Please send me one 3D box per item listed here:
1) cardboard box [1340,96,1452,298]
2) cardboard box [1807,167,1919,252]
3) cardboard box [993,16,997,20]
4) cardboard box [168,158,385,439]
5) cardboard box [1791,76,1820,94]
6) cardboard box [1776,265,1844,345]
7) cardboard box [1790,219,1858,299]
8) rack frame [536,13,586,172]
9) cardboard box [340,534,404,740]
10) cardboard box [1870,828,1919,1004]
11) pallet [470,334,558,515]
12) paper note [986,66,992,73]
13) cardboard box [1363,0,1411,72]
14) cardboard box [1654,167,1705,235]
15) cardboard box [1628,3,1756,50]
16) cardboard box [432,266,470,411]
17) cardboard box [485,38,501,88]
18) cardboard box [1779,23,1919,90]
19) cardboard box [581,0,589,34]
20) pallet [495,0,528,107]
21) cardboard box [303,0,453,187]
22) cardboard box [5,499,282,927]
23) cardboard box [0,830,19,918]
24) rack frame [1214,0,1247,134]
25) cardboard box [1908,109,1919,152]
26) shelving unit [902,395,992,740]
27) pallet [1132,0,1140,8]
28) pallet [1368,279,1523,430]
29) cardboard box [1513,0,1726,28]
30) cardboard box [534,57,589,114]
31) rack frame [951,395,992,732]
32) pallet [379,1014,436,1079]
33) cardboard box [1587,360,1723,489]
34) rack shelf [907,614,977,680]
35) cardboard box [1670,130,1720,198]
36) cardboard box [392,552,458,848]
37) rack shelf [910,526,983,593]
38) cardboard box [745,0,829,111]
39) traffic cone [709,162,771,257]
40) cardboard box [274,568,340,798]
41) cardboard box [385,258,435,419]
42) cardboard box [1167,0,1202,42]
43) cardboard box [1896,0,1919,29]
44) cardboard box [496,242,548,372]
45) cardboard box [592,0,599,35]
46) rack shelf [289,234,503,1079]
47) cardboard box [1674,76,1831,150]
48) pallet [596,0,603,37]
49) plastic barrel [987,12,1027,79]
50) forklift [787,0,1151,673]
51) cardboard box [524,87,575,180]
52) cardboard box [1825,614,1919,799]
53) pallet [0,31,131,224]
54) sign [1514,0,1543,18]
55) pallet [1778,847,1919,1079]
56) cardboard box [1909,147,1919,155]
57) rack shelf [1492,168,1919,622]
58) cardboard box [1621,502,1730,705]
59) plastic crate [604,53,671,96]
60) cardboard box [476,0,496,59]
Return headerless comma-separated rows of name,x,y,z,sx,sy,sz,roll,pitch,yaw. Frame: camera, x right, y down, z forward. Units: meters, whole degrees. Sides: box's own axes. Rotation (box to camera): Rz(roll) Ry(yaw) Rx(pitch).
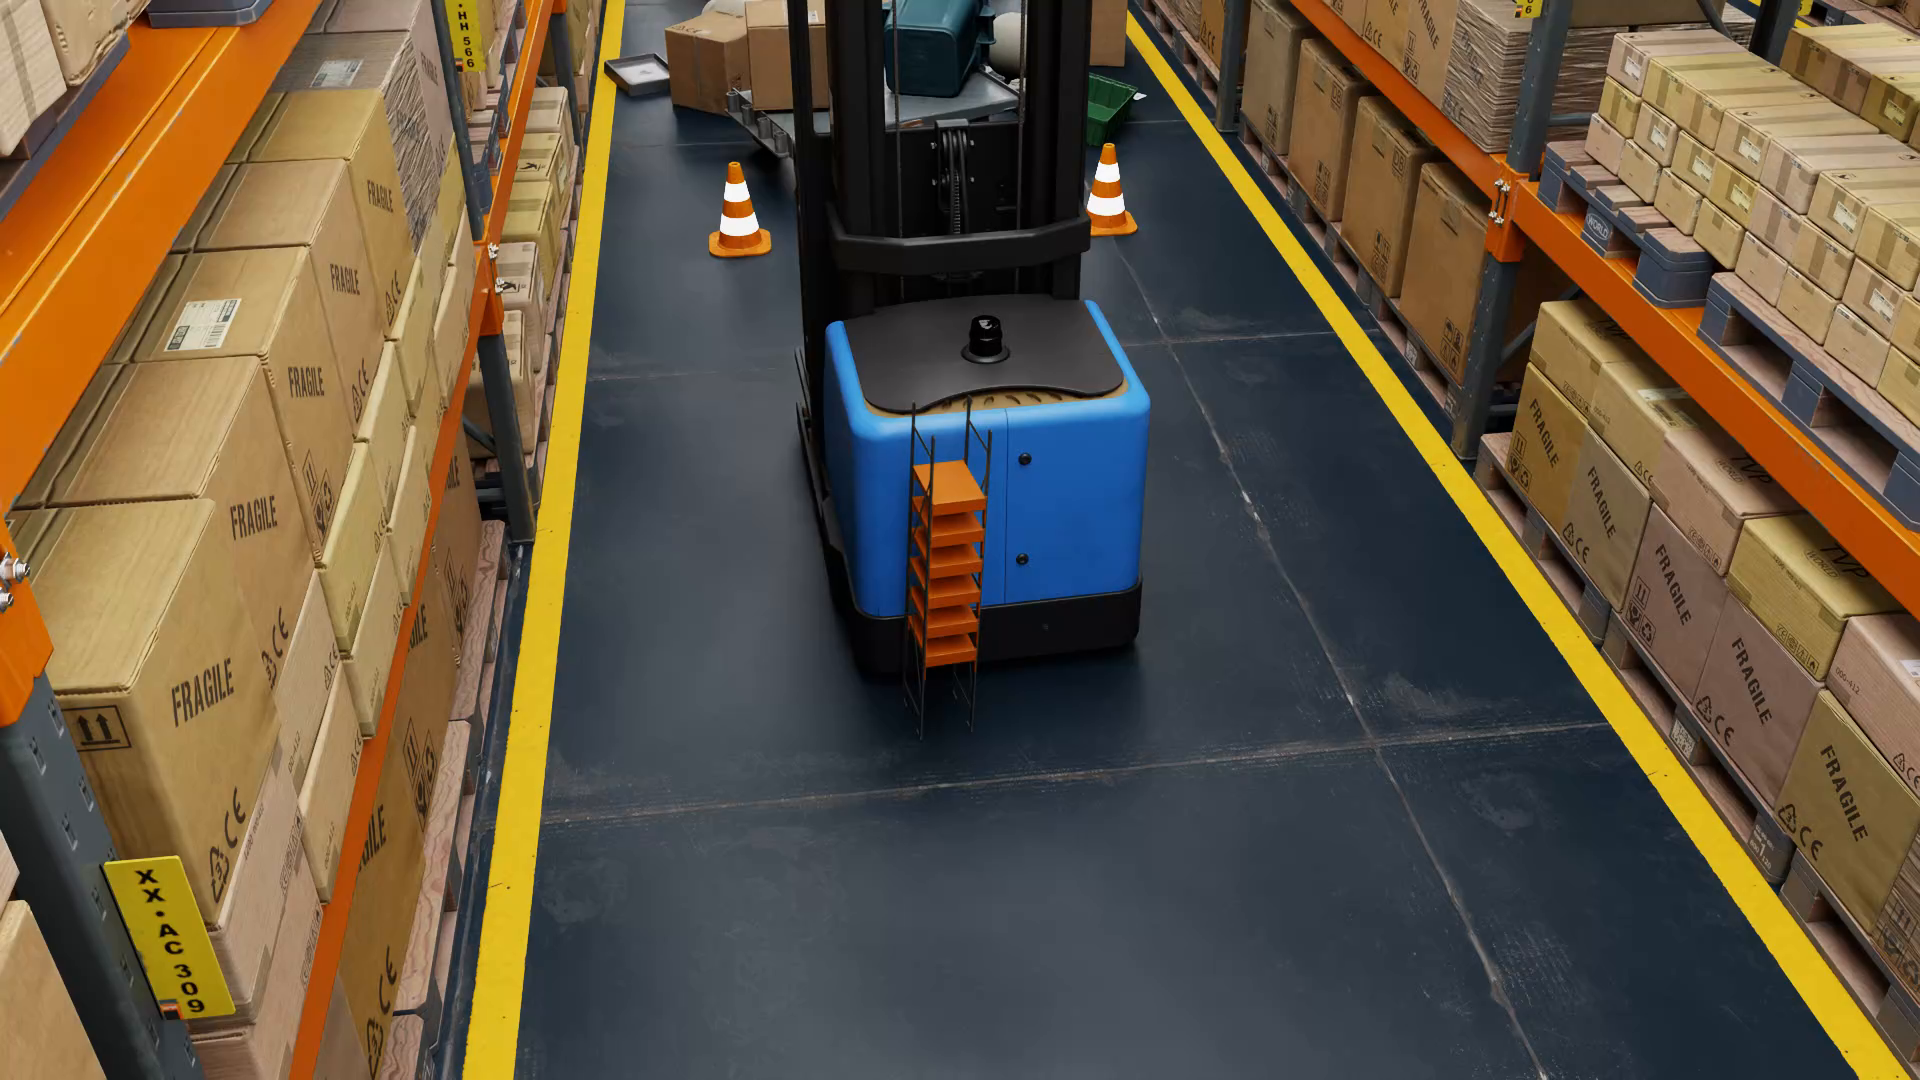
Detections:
cardboard box,2.554,-1.730,8.249,1.050,0.750,0.750,-4,34,-6
cardboard box,2.716,-0.961,4.819,0.380,0.149,0.250,-3,34,-5
cardboard box,0.073,-3.574,11.758,0.396,0.266,0.258,1,34,2
cardboard box,-1.697,-0.560,3.931,0.500,0.500,0.500,-5,35,-7
cardboard box,3.185,-1.603,6.025,0.380,0.149,0.250,-4,34,-5
cardboard box,2.708,-0.717,4.988,0.380,0.149,0.250,-4,34,-6
cardboard box,2.708,-0.841,4.906,0.380,0.149,0.250,-5,35,-7
rack frame,-2.762,-3.452,9.152,1.000,3.000,0.127,-4,35,-6
cardboard box,-1.608,0.233,3.878,0.500,0.250,0.500,-5,35,-7
cardboard box,2.856,1.046,4.398,0.500,0.500,0.500,-5,35,-7
pallet,-2.328,-0.504,7.302,1.003,0.211,1.213,-4,35,-6
paper note,0.133,-3.273,11.532,0.172,0.023,0.155,7,35,10
cardboard box,2.208,-2.481,7.639,0.500,0.500,0.500,-5,35,-7
cardboard box,2.600,-1.156,5.633,0.380,0.149,0.250,-3,34,-4
cardboard box,2.874,-1.964,6.879,0.500,0.500,0.500,-4,34,-6
cardboard box,-1.815,-0.612,5.117,0.500,0.250,0.500,-4,34,-6
cardboard box,-2.096,-1.957,6.808,0.380,0.149,0.250,-4,34,-6
cardboard box,3.188,-1.728,5.944,0.380,0.149,0.250,-6,35,-8
cardboard box,-2.658,-3.447,10.547,0.500,0.500,0.500,-3,34,-4
pallet,-2.531,-2.243,7.547,1.003,0.211,1.213,-4,35,-6
cardboard box,-1.895,-1.406,5.173,0.500,0.500,0.500,-5,35,-8
cardboard box,-1.460,0.290,2.684,0.500,0.500,0.500,-4,34,-6
cardboard box,-1.329,0.437,1.892,0.380,0.149,0.250,-5,35,-7
rack frame,2.129,-3.884,9.785,1.000,3.000,0.127,-4,35,-6
cardboard box,3.294,-1.293,5.306,0.380,0.149,0.250,-3,34,-5
shelving unit,-0.053,0.114,5.511,0.189,1.200,0.258,-7,35,-16
pallet,1.776,-4.523,13.200,1.003,0.211,1.213,-4,35,-6
pallet,2.636,-0.945,7.949,1.003,0.211,1.213,-4,35,-6
cardboard box,2.617,-2.357,6.569,0.700,0.500,0.500,-5,35,-7
cardboard box,-2.574,-2.839,10.322,0.500,0.250,0.500,-6,35,-9
rack frame,0.034,0.102,5.535,0.006,1.200,0.240,-7,35,-16
pallet,-1.865,1.739,4.010,1.003,0.211,1.213,-4,35,-6
cardboard box,2.588,-0.416,5.878,0.500,0.250,0.500,-5,35,-7
rack shelf,-0.067,0.351,5.667,0.180,0.103,0.258,-7,35,-16
cardboard box,2.611,-1.259,5.520,0.380,0.149,0.250,-5,35,-8
cardboard box,-2.098,0.374,5.051,0.875,0.875,0.875,-4,34,-6
rack shelf,-0.050,0.051,5.469,0.180,0.103,0.258,-7,35,-16
cardboard box,-1.002,-2.884,9.865,0.500,0.500,0.500,-4,35,-6
traffic cone,-1.208,-1.818,9.007,0.336,0.463,0.334,-4,35,-6
cardboard box,-1.564,0.312,3.318,0.500,0.250,0.500,-4,34,-6
cardboard box,-1.746,-0.544,4.574,0.500,0.250,0.500,-5,35,-8
cardboard box,1.989,-4.038,11.526,0.875,0.875,0.875,-4,34,-6
cardboard box,6.959,-3.889,11.640,0.500,0.500,0.500,6,35,9
cardboard box,-2.397,-1.035,7.566,0.950,0.372,0.625,-5,35,-7
cardboard box,-2.787,-3.710,11.599,0.500,0.250,0.500,-6,35,-8
rack shelf,-1.955,0.193,4.442,1.077,0.370,4.000,-4,35,-6
cardboard box,2.605,-1.408,5.474,0.380,0.149,0.250,-5,35,-7
pallet,-3.216,-4.034,12.482,1.003,0.211,1.213,-4,35,-6
plastic barrel,0.457,-3.336,11.269,0.512,0.421,0.421,20,39,26
forklift,-0.114,-1.560,6.437,1.130,2.935,3.031,-6,35,-9
cardboard box,-2.689,-2.248,9.345,0.950,0.372,0.625,-4,34,-6
cardboard box,2.799,0.446,4.613,0.500,0.250,0.500,-3,34,-4
pallet,-1.858,-0.656,2.556,0.805,0.209,1.217,-6,35,-8
sign,2.118,-2.086,6.119,0.100,0.325,0.005,-4,35,-6
pallet,3.099,1.299,4.657,1.003,0.211,1.213,-4,35,-6
cardboard box,3.294,-1.168,5.386,0.380,0.149,0.250,-4,35,-6
rack shelf,2.936,-0.238,5.075,1.077,0.370,4.000,-4,35,-6
cardboard box,2.654,0.188,5.657,0.500,0.500,0.500,-5,35,-8
plastic crate,-2.161,-3.184,11.351,0.402,0.080,0.583,-16,38,-23
cardboard box,-2.132,-2.117,6.467,0.500,0.500,0.500,-3,34,-4
